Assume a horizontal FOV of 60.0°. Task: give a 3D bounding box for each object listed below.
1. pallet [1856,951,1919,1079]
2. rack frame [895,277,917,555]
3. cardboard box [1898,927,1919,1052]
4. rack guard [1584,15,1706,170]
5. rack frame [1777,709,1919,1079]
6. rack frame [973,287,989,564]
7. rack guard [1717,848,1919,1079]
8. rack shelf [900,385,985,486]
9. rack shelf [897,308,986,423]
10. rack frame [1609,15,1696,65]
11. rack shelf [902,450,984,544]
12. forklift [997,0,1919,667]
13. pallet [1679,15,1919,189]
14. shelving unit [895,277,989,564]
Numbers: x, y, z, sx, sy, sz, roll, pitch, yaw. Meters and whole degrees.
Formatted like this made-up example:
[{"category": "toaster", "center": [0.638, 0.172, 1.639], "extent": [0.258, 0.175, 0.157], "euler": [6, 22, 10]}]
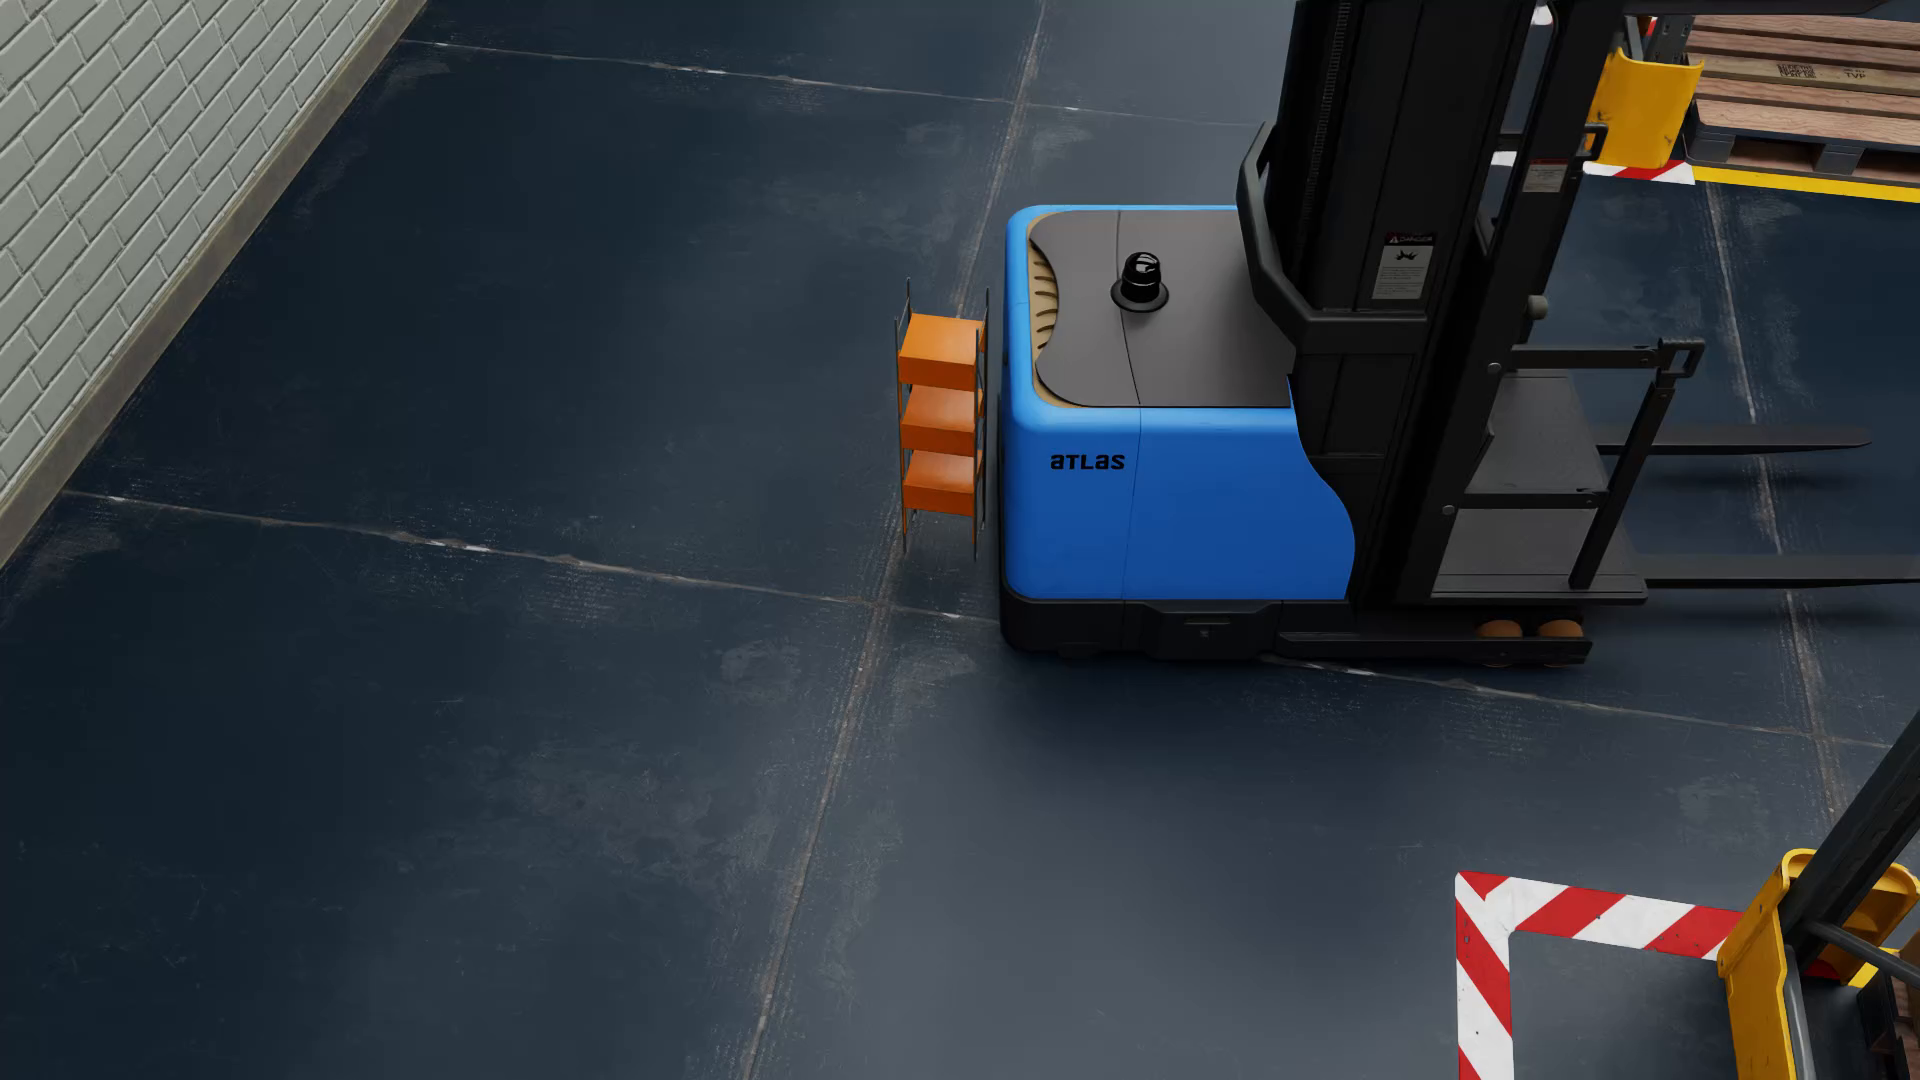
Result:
[{"category": "pallet", "center": [2.996, 1.619, 4.154], "extent": [1.213, 0.211, 1.003], "euler": [8, 49, 7]}, {"category": "rack frame", "center": [-0.173, -0.374, 5.380], "extent": [0.008, 1.050, 0.200], "euler": [8, 49, 7]}, {"category": "cardboard box", "center": [2.715, 1.152, 4.083], "extent": [0.500, 0.500, 0.500], "euler": [8, 49, 7]}, {"category": "rack guard", "center": [2.995, -2.211, 7.401], "extent": [0.348, 0.500, 1.175], "euler": [8, 49, 7]}, {"category": "rack frame", "center": [2.136, 0.572, 3.219], "extent": [0.127, 3.000, 1.000], "euler": [8, 49, 7]}, {"category": "rack frame", "center": [0.067, -0.342, 5.351], "extent": [0.008, 1.050, 0.200], "euler": [8, 49, 7]}, {"category": "rack guard", "center": [2.211, 1.418, 4.140], "extent": [0.348, 0.500, 1.175], "euler": [8, 49, 7]}, {"category": "rack shelf", "center": [-0.053, -0.351, 5.374], "extent": [0.240, 0.259, 0.215], "euler": [8, 49, 7]}, {"category": "rack shelf", "center": [-0.053, -0.541, 5.163], "extent": [0.240, 0.259, 0.215], "euler": [8, 49, 7]}, {"category": "rack frame", "center": [3.021, -3.053, 6.477], "extent": [0.127, 3.000, 1.000], "euler": [8, 49, 7]}, {"category": "rack shelf", "center": [-0.053, -0.165, 5.580], "extent": [0.240, 0.259, 0.215], "euler": [8, 49, 7]}, {"category": "forklift", "center": [1.647, -0.966, 4.648], "extent": [3.031, 2.935, 1.130], "euler": [0, 48, 0]}, {"category": "pallet", "center": [3.825, -1.984, 7.390], "extent": [1.213, 0.211, 1.003], "euler": [8, 49, 7]}, {"category": "shelving unit", "center": [-0.053, -0.358, 5.366], "extent": [0.252, 1.050, 0.215], "euler": [8, 49, 7]}]
